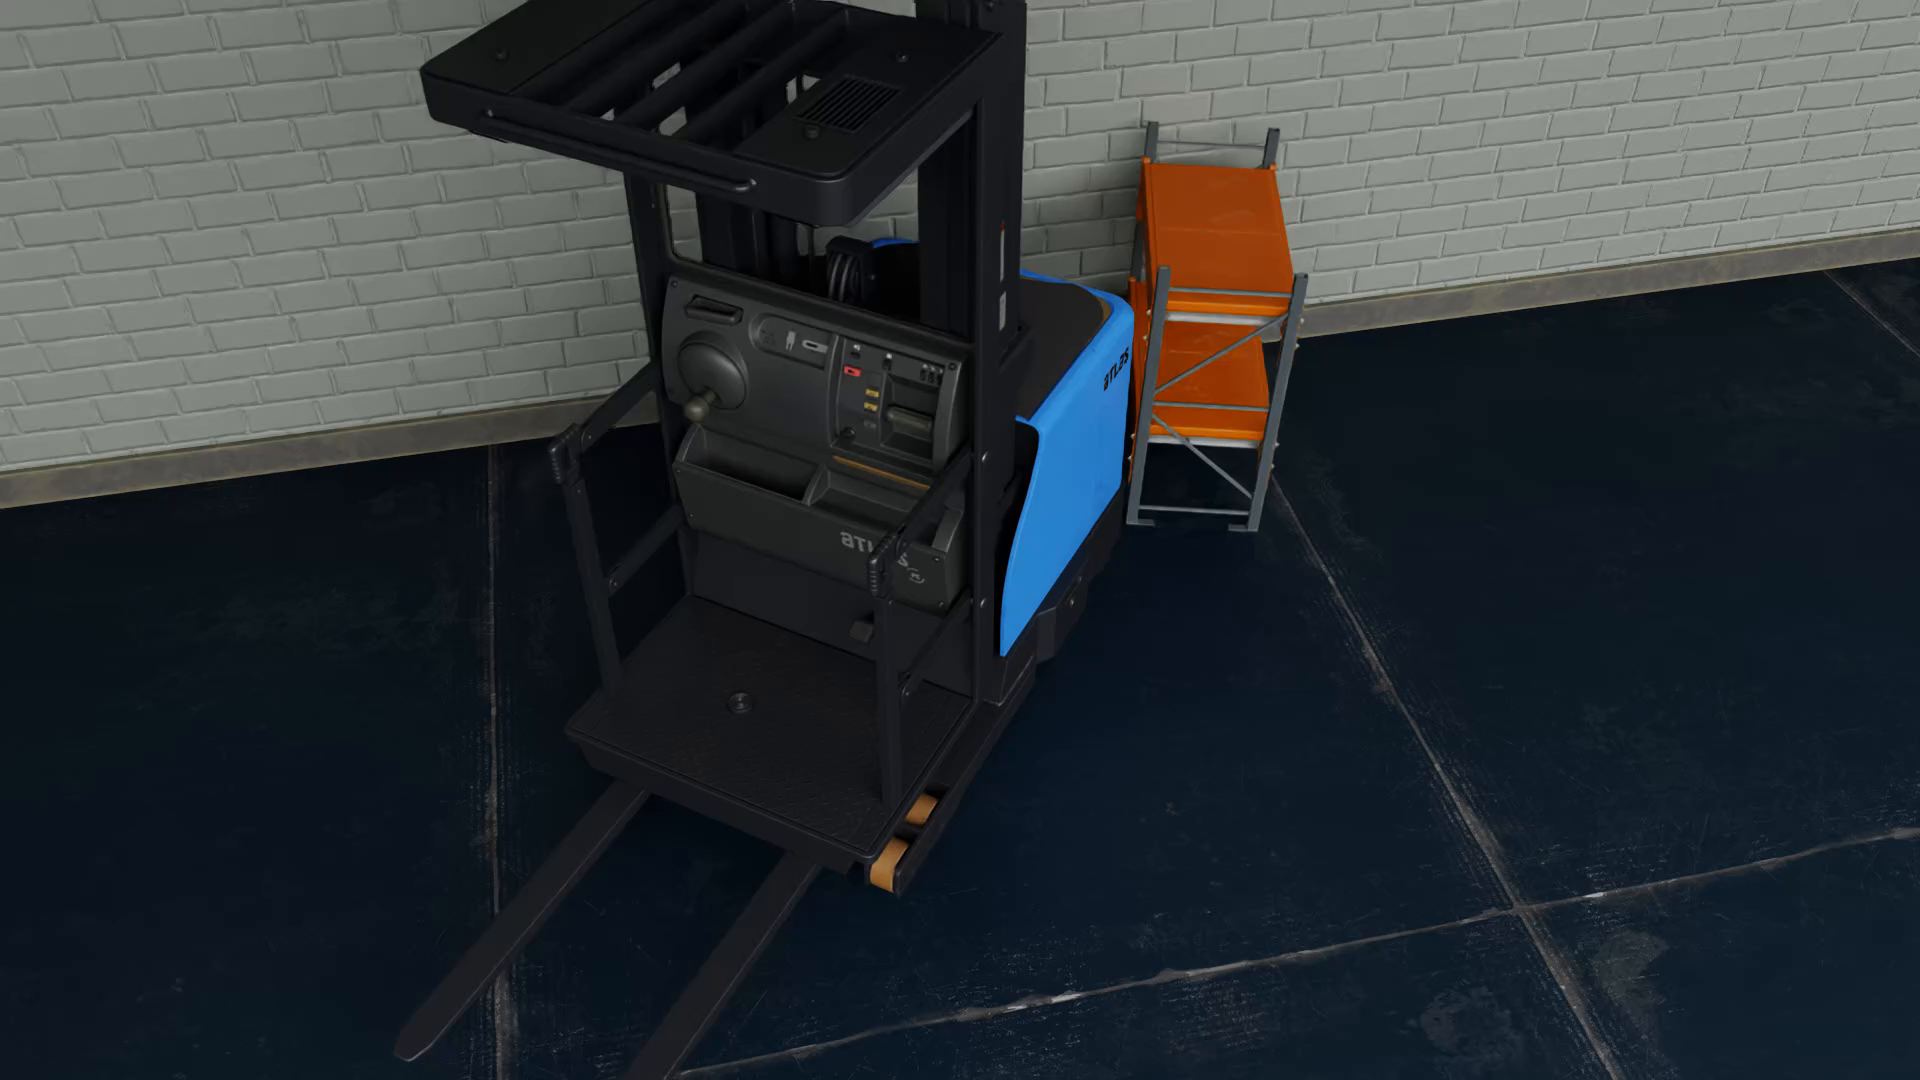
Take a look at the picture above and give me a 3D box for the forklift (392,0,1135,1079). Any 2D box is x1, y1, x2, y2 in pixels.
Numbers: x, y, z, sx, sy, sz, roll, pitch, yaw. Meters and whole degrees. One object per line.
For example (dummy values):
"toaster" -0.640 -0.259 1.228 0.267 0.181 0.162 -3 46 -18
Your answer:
"forklift" -0.518 -0.371 4.460 1.130 2.935 3.031 19 45 20

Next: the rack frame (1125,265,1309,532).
"rack frame" 0.894 -0.475 5.923 0.500 1.125 0.032 3 42 1

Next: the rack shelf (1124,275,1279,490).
"rack shelf" 0.912 -0.629 6.466 0.538 0.278 1.000 3 42 1

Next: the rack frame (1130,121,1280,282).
"rack frame" 0.946 -1.149 6.683 0.500 1.125 0.032 3 42 1

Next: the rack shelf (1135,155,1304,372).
"rack shelf" 0.930 -1.030 6.108 0.538 0.278 1.000 3 42 1

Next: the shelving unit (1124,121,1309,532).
"shelving unit" 0.920 -0.812 6.303 0.538 1.125 1.048 3 42 1
